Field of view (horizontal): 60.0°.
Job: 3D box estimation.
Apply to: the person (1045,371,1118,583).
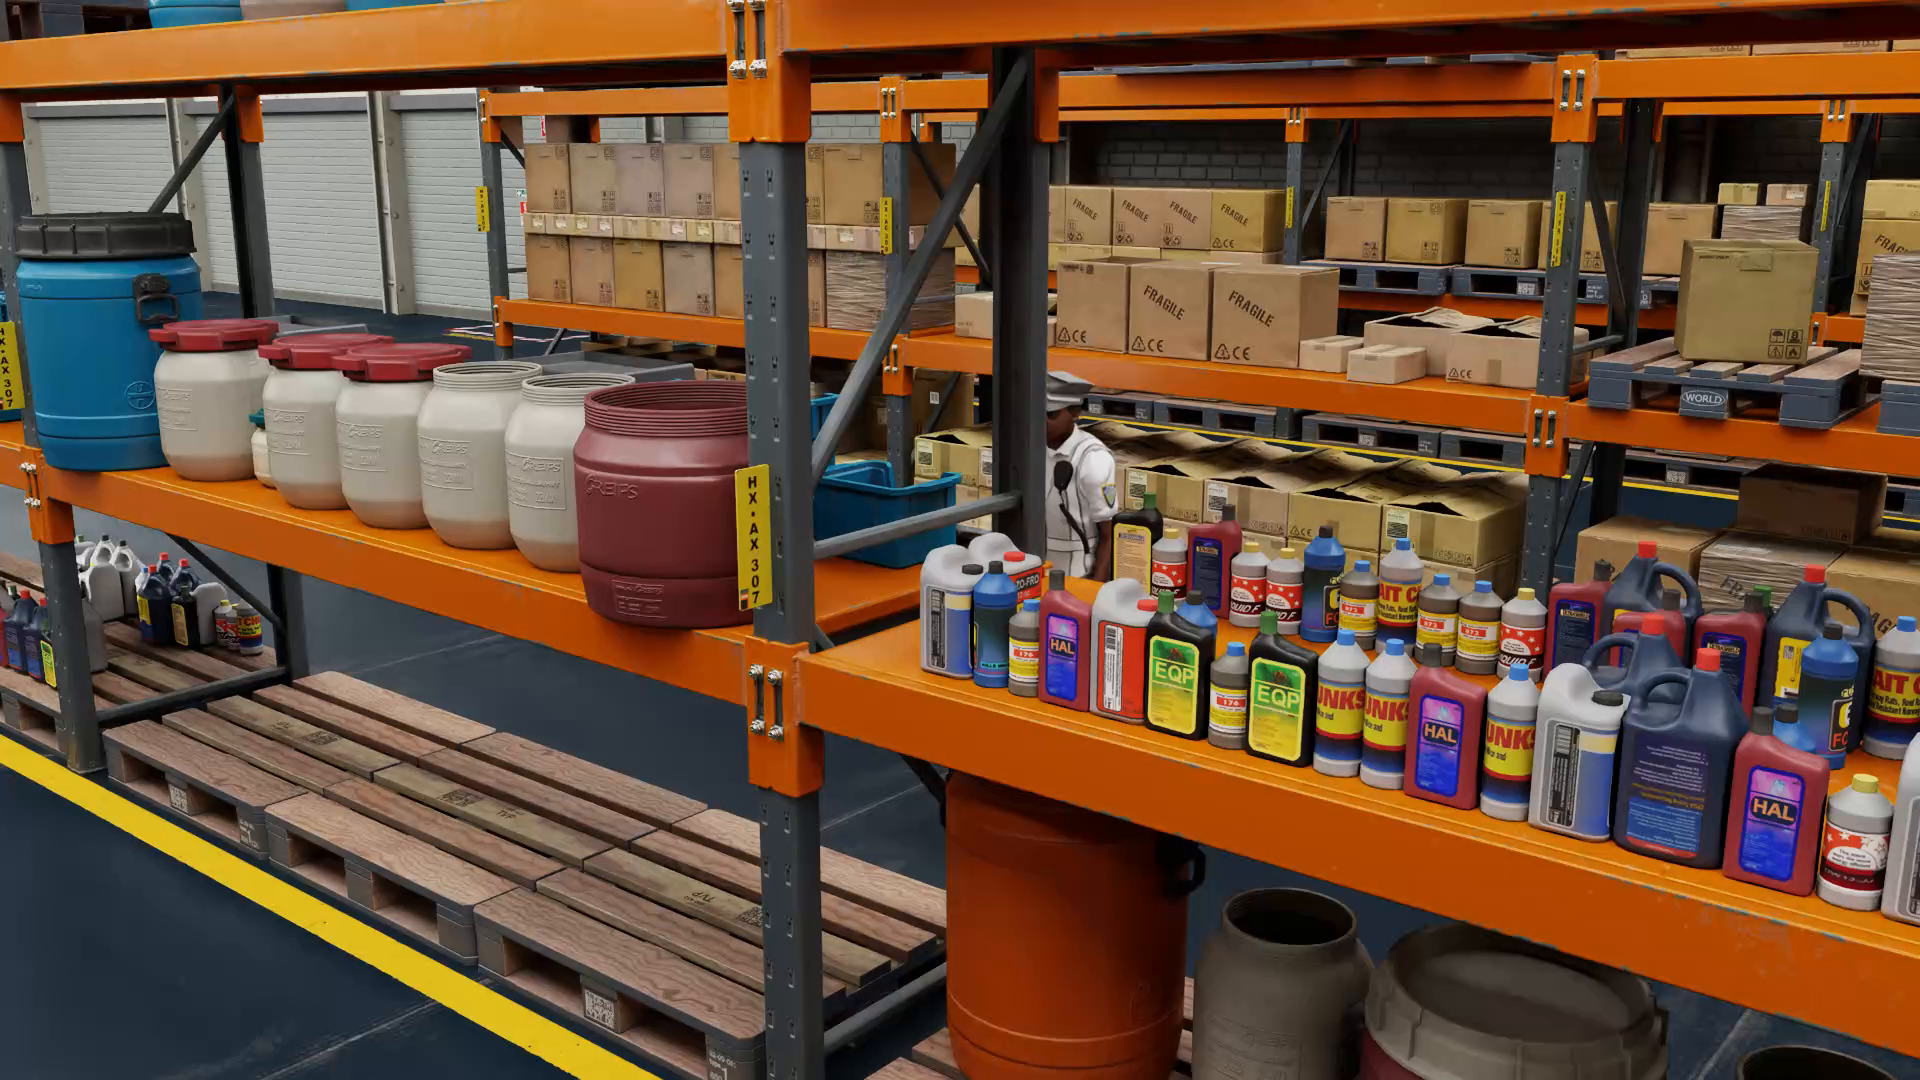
[{"bbox_3d":[0.341,0.195,6.156,0.495,1.668,0.423,10,17,36],"label":"person"}]
